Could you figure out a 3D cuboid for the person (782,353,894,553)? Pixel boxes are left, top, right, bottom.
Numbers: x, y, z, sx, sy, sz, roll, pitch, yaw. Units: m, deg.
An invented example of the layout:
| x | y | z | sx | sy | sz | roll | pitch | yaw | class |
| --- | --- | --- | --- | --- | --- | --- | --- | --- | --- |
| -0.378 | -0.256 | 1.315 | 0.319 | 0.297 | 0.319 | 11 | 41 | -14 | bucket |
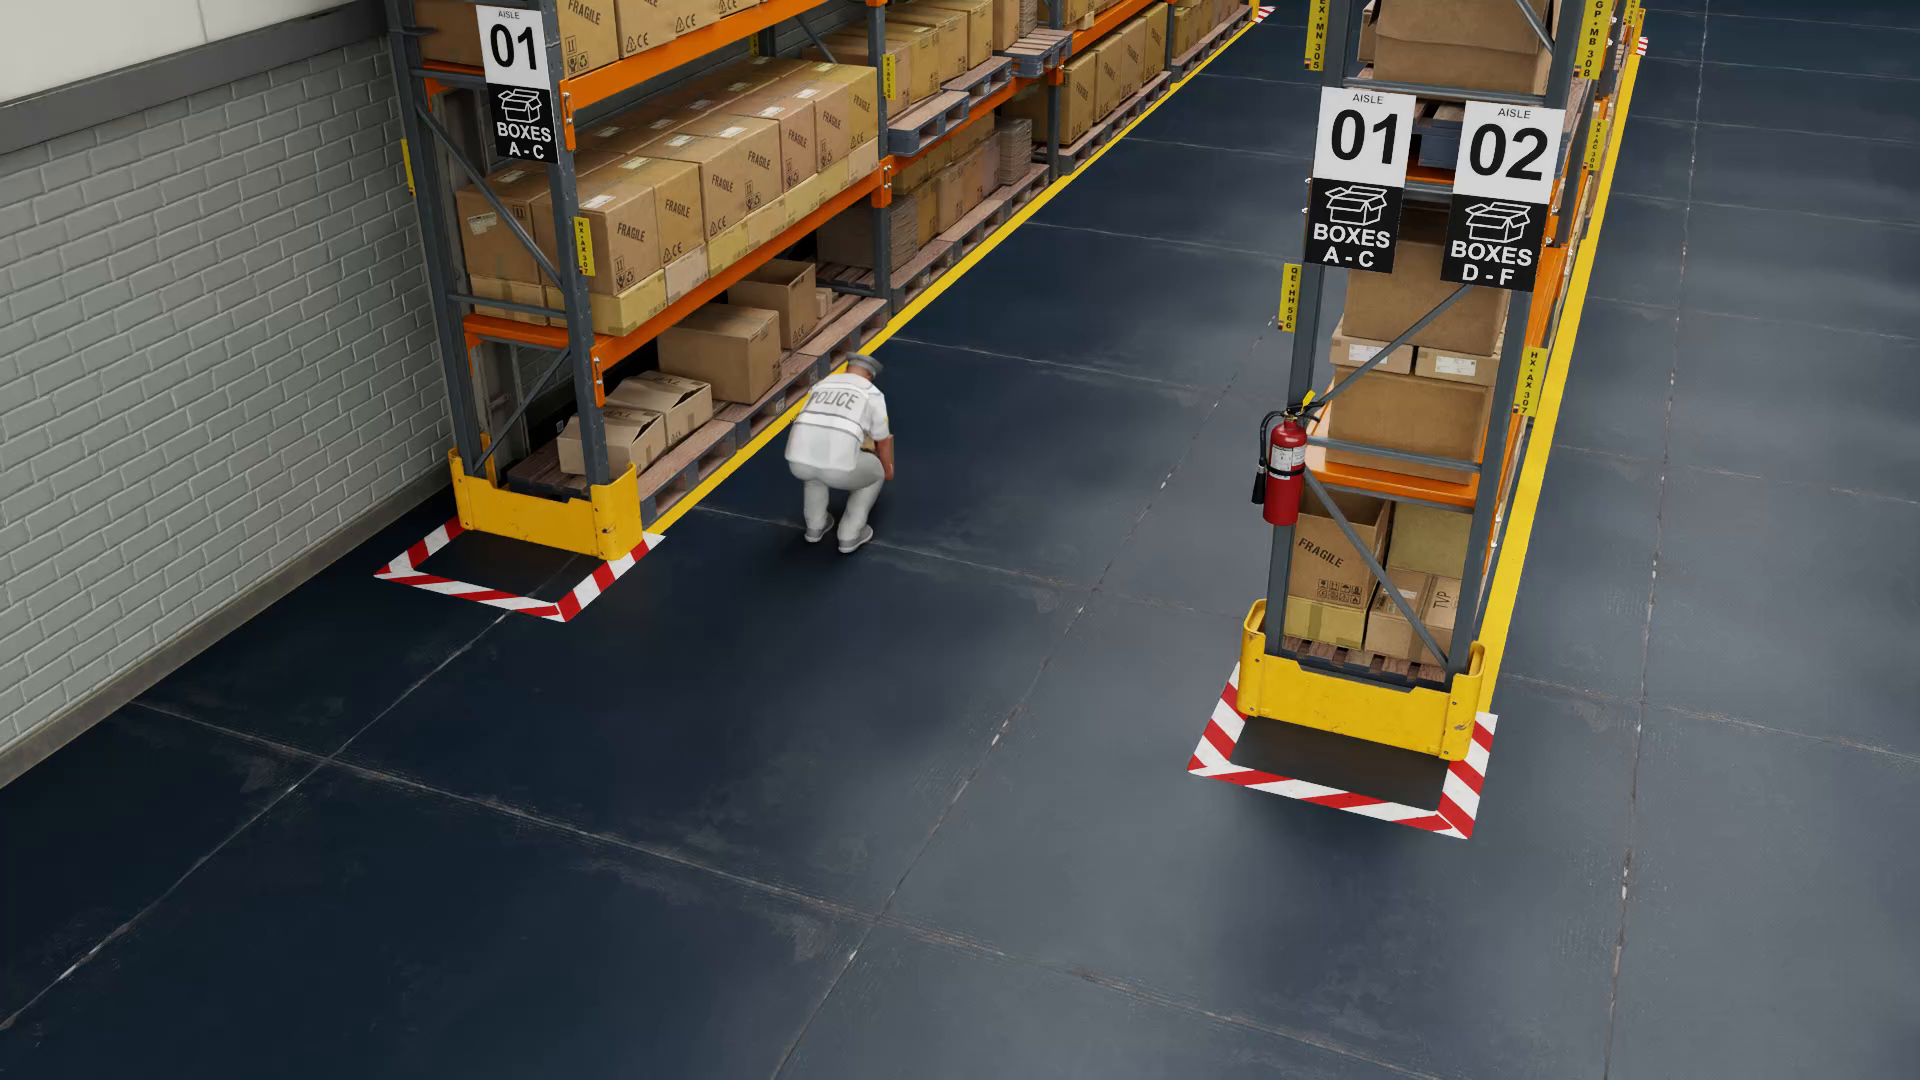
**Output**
| x | y | z | sx | sy | sz | roll | pitch | yaw | class |
| --- | --- | --- | --- | --- | --- | --- | --- | --- | --- |
| -0.705 | -0.527 | 10.080 | 0.527 | 1.017 | 1.009 | 10 | 31 | 17 | person |
